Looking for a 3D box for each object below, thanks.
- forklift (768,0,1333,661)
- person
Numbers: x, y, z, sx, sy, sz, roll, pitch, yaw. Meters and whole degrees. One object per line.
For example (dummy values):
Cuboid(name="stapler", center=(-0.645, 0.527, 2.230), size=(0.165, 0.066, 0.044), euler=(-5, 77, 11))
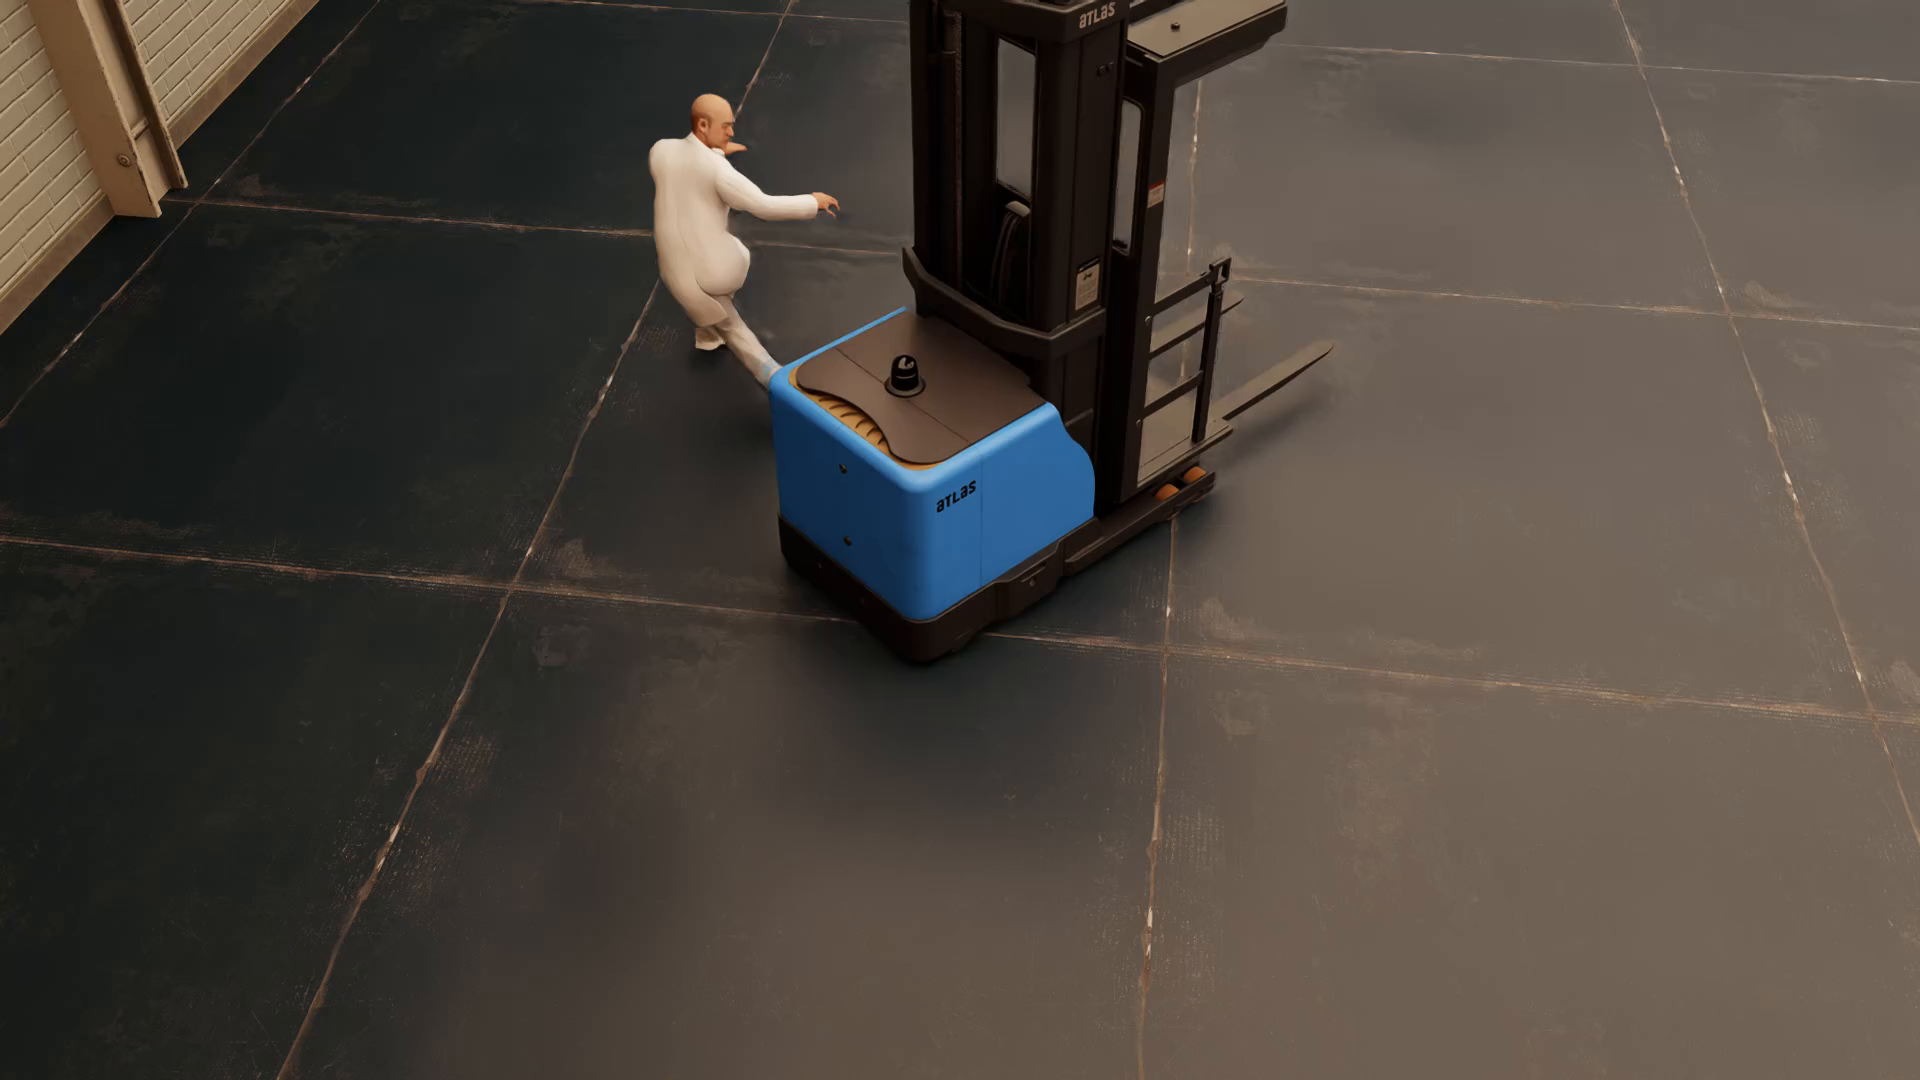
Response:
Cuboid(name="forklift", center=(0.600, -1.417, 7.267), size=(3.031, 2.935, 1.130), euler=(-31, 51, -29))
Cuboid(name="person", center=(-1.067, -1.510, 8.434), size=(0.982, 1.564, 1.171), euler=(5, 43, 5))
